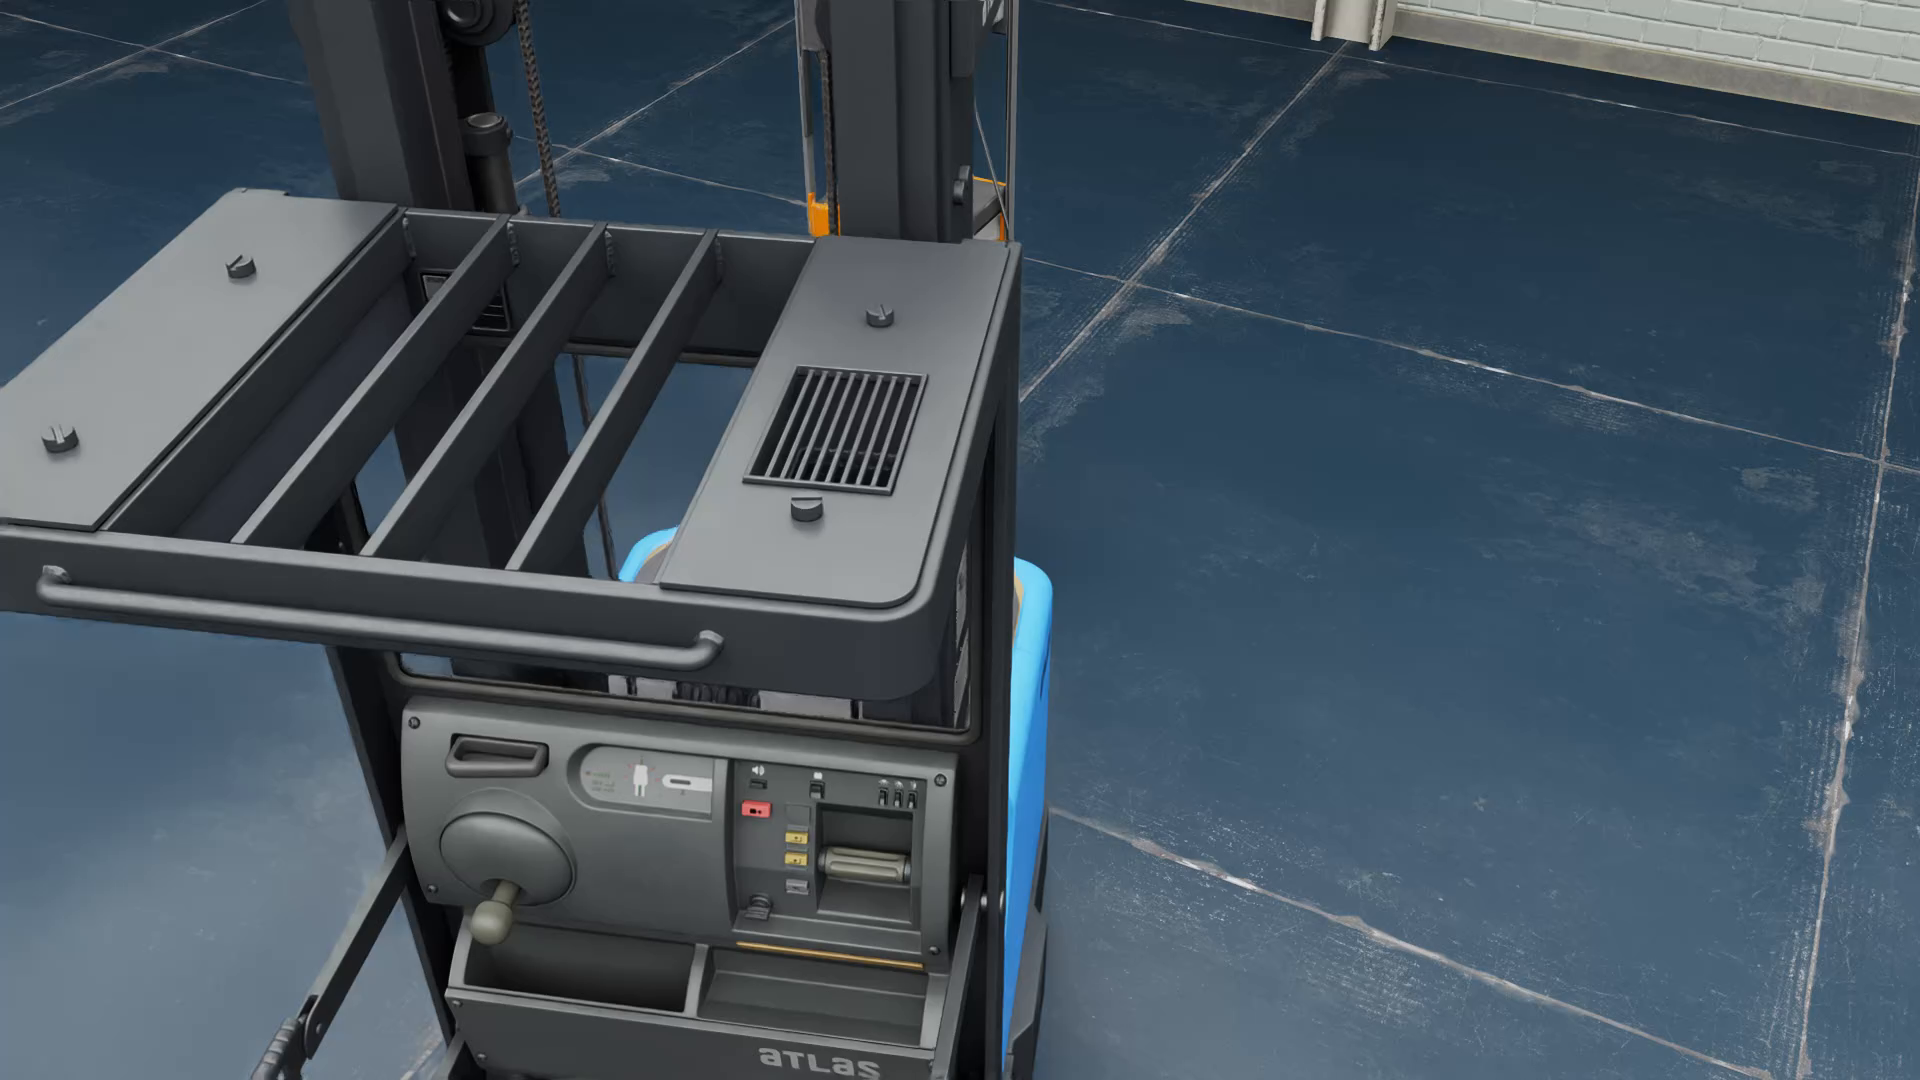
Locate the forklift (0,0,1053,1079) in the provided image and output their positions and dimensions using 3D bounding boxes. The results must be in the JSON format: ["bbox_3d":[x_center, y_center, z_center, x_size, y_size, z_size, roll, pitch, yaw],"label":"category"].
[{"bbox_3d":[-0.501,0.568,2.577,1.130,2.935,3.031,5,38,7],"label":"forklift"}]

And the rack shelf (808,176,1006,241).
[{"bbox_3d":[-0.147,-0.872,5.184,0.480,0.518,0.431,17,41,21],"label":"rack shelf"}]

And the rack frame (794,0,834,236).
[{"bbox_3d":[-0.364,-0.950,5.265,0.015,2.100,0.400,17,41,21],"label":"rack frame"}]

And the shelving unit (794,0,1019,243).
[{"bbox_3d":[-0.147,-0.882,5.176,0.503,2.100,0.431,17,41,21],"label":"shelving unit"}]

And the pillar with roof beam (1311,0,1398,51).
[{"bbox_3d":[0.275,-4.172,3.803,0.400,9.000,9.100,17,41,21],"label":"pillar with roof beam"}]

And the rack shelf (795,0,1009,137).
[{"bbox_3d":[-0.147,-1.429,4.761,0.480,0.518,0.431,17,41,21],"label":"rack shelf"}]

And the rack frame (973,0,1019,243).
[{"bbox_3d":[0.070,-0.815,5.086,0.015,2.100,0.400,17,41,21],"label":"rack frame"}]
